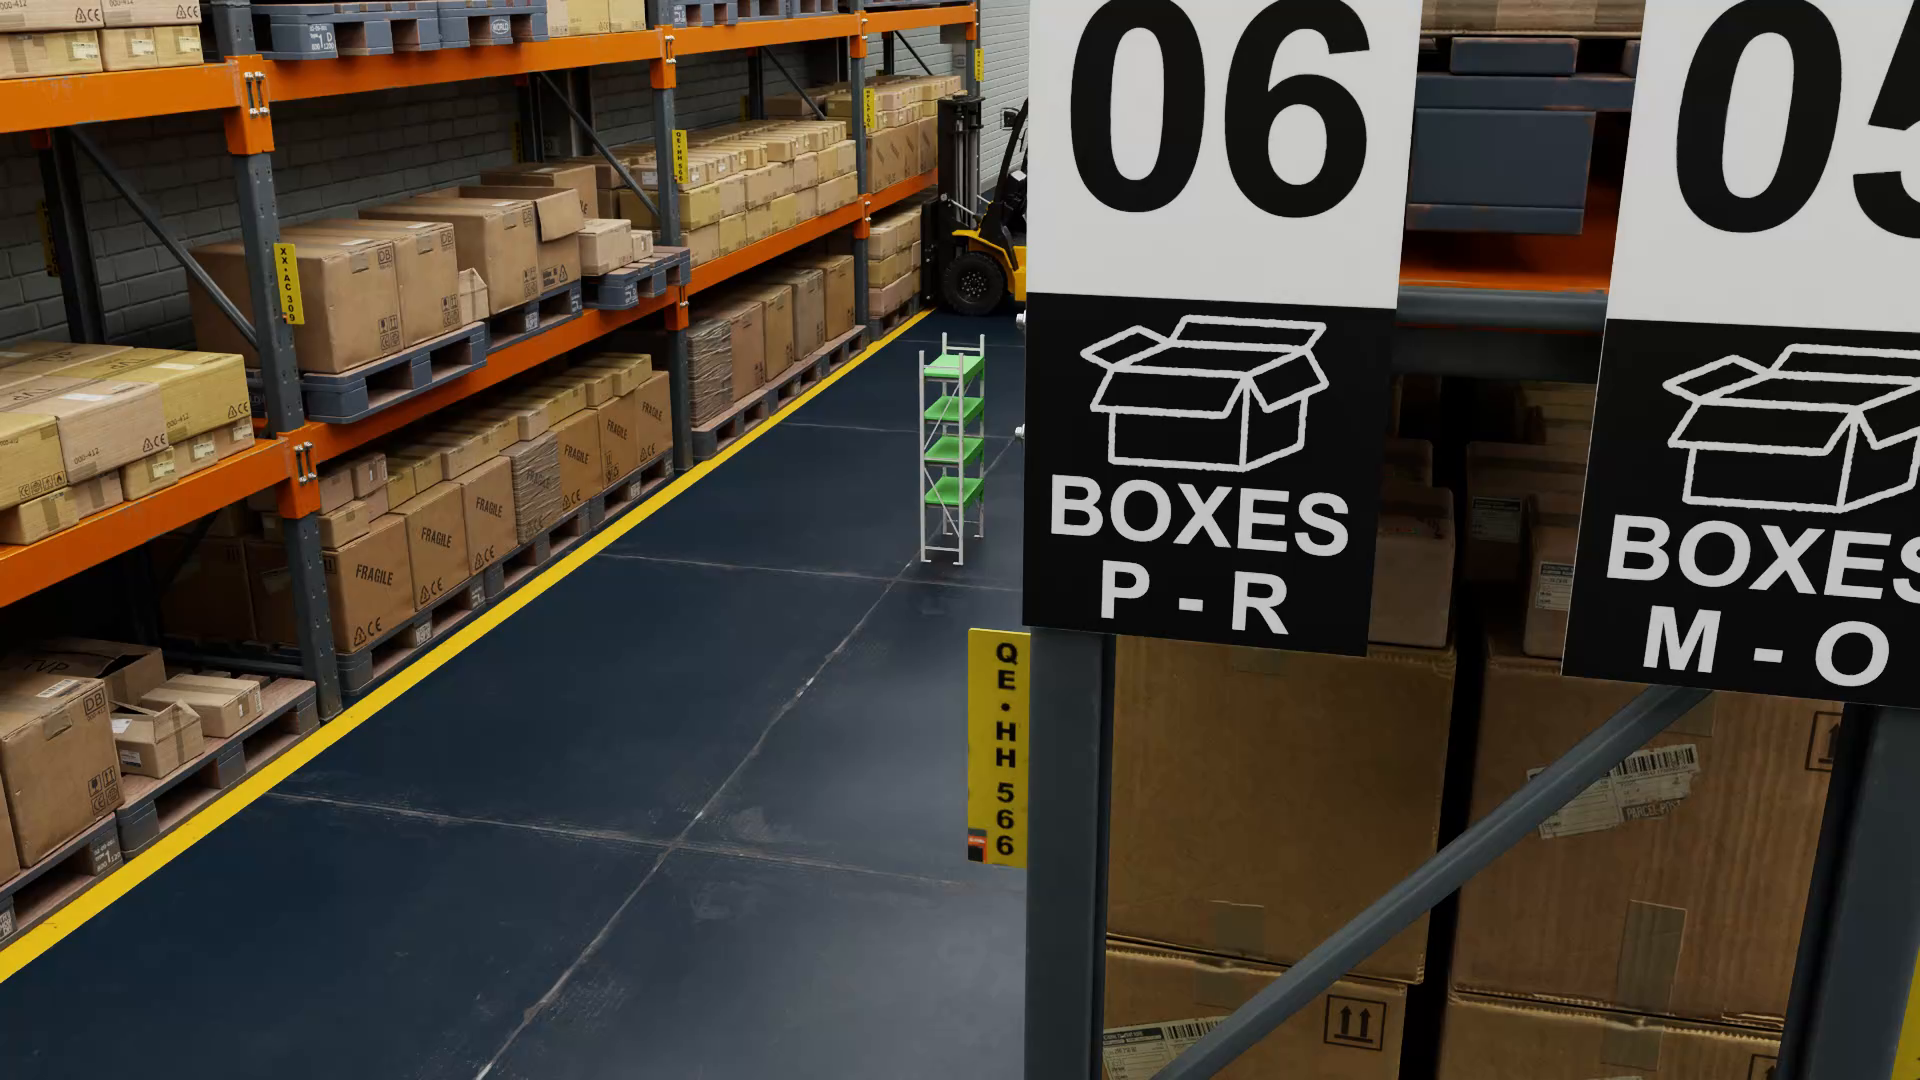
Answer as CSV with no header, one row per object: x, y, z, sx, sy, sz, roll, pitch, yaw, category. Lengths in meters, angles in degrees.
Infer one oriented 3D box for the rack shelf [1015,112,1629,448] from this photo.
1.071,-0.731,3.659,1.077,0.370,4.000,5,19,13,rack shelf

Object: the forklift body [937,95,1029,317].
0.983,-3.291,15.994,2.313,2.155,1.214,5,19,13,forklift body

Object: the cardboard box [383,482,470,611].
-2.798,0.013,8.226,0.500,0.500,0.500,4,19,13,cardboard box

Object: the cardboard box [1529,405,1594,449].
1.107,-0.102,2.641,0.380,0.149,0.250,5,20,15,cardboard box

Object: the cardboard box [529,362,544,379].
-2.798,-1.026,10.265,0.380,0.149,0.250,5,20,15,cardboard box

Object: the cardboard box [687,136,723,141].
-2.012,-2.964,12.566,0.380,0.149,0.250,5,19,14,cardboard box

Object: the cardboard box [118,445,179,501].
-3.171,-0.264,6.209,0.380,0.149,0.250,5,20,15,cardboard box

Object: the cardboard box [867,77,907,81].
-0.760,-4.674,17.113,0.380,0.149,0.250,5,19,14,cardboard box

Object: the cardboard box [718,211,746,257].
-1.805,-2.129,11.513,0.500,0.250,0.500,4,19,12,cardboard box

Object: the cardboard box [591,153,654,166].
-2.316,-2.563,11.392,0.380,0.149,0.250,5,19,13,cardboard box

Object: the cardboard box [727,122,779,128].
-1.711,-3.358,13.720,0.380,0.149,0.250,4,19,12,cardboard box

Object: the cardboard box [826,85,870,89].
-1.079,-4.272,15.935,0.380,0.149,0.250,5,20,15,cardboard box

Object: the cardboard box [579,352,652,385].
-2.153,-1.071,10.397,0.380,0.149,0.250,4,19,11,cardboard box

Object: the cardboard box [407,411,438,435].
-3.079,-0.616,9.066,0.380,0.149,0.250,4,19,11,cardboard box

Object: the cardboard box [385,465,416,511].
-2.865,-0.258,8.016,0.380,0.149,0.250,4,19,11,cardboard box

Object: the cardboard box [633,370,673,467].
-2.173,-0.790,10.576,0.500,0.500,0.500,5,20,15,cardboard box

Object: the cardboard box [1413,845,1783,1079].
0.978,0.800,2.550,0.500,0.500,0.500,5,19,13,cardboard box

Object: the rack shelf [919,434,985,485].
-0.040,-0.455,9.362,0.258,0.148,0.480,5,19,13,rack shelf

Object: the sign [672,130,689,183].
-1.749,-2.394,10.387,0.100,0.325,0.005,5,19,13,sign

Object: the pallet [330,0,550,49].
-2.777,-2.524,8.087,1.213,0.211,1.003,5,19,13,pallet

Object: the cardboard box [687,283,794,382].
-1.796,-1.609,12.782,0.875,0.625,0.625,4,19,11,cardboard box

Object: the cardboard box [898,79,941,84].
-0.407,-4.561,16.781,0.380,0.149,0.250,5,19,14,cardboard box

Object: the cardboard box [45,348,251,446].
-3.143,-0.561,6.460,0.500,0.250,0.500,5,20,15,cardboard box

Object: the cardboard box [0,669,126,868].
-3.491,0.794,5.940,0.700,0.500,0.500,4,19,11,cardboard box

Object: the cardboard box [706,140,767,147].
-1.639,-2.849,12.229,0.380,0.149,0.250,5,19,13,cardboard box

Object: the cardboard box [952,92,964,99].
-0.170,-4.572,17.274,0.380,0.149,0.250,5,19,14,cardboard box

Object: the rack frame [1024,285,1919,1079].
0.582,0.975,2.192,1.000,3.000,0.127,5,19,13,rack frame

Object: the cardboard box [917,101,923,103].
-0.574,-4.179,16.124,0.380,0.149,0.250,5,19,13,cardboard box

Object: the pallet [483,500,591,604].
-2.797,0.009,9.336,1.003,0.211,1.213,5,19,13,pallet

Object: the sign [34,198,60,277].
-3.794,-1.260,6.945,0.100,0.325,0.005,5,19,13,sign

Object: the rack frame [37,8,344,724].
-3.255,-0.670,7.007,1.000,3.000,0.127,5,19,13,rack frame

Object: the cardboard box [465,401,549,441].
-2.504,-0.658,9.187,0.380,0.149,0.250,4,19,11,cardboard box

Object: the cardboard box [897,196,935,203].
-0.366,-3.313,16.804,0.500,0.250,0.500,5,19,14,cardboard box

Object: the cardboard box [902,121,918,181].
-0.705,-3.666,15.626,0.500,0.500,0.500,4,19,13,cardboard box

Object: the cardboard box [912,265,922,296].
-0.642,-2.523,16.037,0.500,0.250,0.500,5,19,14,cardboard box

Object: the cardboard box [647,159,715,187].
-1.850,-2.438,11.026,0.380,0.149,0.250,5,20,15,cardboard box

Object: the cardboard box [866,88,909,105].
-0.697,-4.159,15.604,0.380,0.149,0.250,5,19,13,cardboard box

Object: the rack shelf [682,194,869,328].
-1.789,-2.210,12.629,1.077,0.370,4.000,5,19,13,rack shelf

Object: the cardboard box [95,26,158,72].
-3.119,-1.758,5.941,0.380,0.149,0.250,5,19,13,cardboard box

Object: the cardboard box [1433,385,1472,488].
1.213,0.002,3.339,0.500,0.500,0.500,5,19,13,cardboard box

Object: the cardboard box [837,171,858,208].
-1.170,-2.927,13.850,0.500,0.250,0.500,5,20,15,cardboard box

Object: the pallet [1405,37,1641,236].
0.753,-0.636,2.405,1.003,0.211,1.213,5,19,13,pallet

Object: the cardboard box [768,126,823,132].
-1.325,-3.252,13.409,0.380,0.149,0.250,5,19,13,cardboard box

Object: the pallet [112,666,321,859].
-3.424,0.865,6.828,1.003,0.211,1.213,5,19,13,pallet

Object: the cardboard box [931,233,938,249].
-0.503,-2.911,16.401,0.500,0.250,0.500,5,19,13,cardboard box

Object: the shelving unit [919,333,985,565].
-0.040,-0.516,9.342,0.258,1.200,0.503,5,19,13,shelving unit

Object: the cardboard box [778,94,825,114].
-1.414,-3.871,14.763,0.380,0.149,0.250,4,19,12,cardboard box

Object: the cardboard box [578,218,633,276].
-2.222,-1.695,9.591,0.500,0.250,0.500,4,19,11,cardboard box

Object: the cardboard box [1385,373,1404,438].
0.597,-0.225,3.002,0.380,0.149,0.250,5,20,15,cardboard box

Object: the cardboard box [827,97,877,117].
-0.935,-3.749,14.403,0.380,0.149,0.250,5,20,14,cardboard box

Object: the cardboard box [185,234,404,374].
-2.920,-1.050,7.315,0.700,0.500,0.500,5,20,15,cardboard box

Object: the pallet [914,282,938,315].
-0.769,-2.487,16.642,1.003,0.211,1.213,5,19,13,pallet

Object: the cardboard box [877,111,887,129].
-0.869,-3.776,14.943,0.380,0.149,0.250,5,19,13,cardboard box

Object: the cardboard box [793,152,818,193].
-1.422,-2.847,12.841,0.500,0.250,0.500,5,19,14,cardboard box
